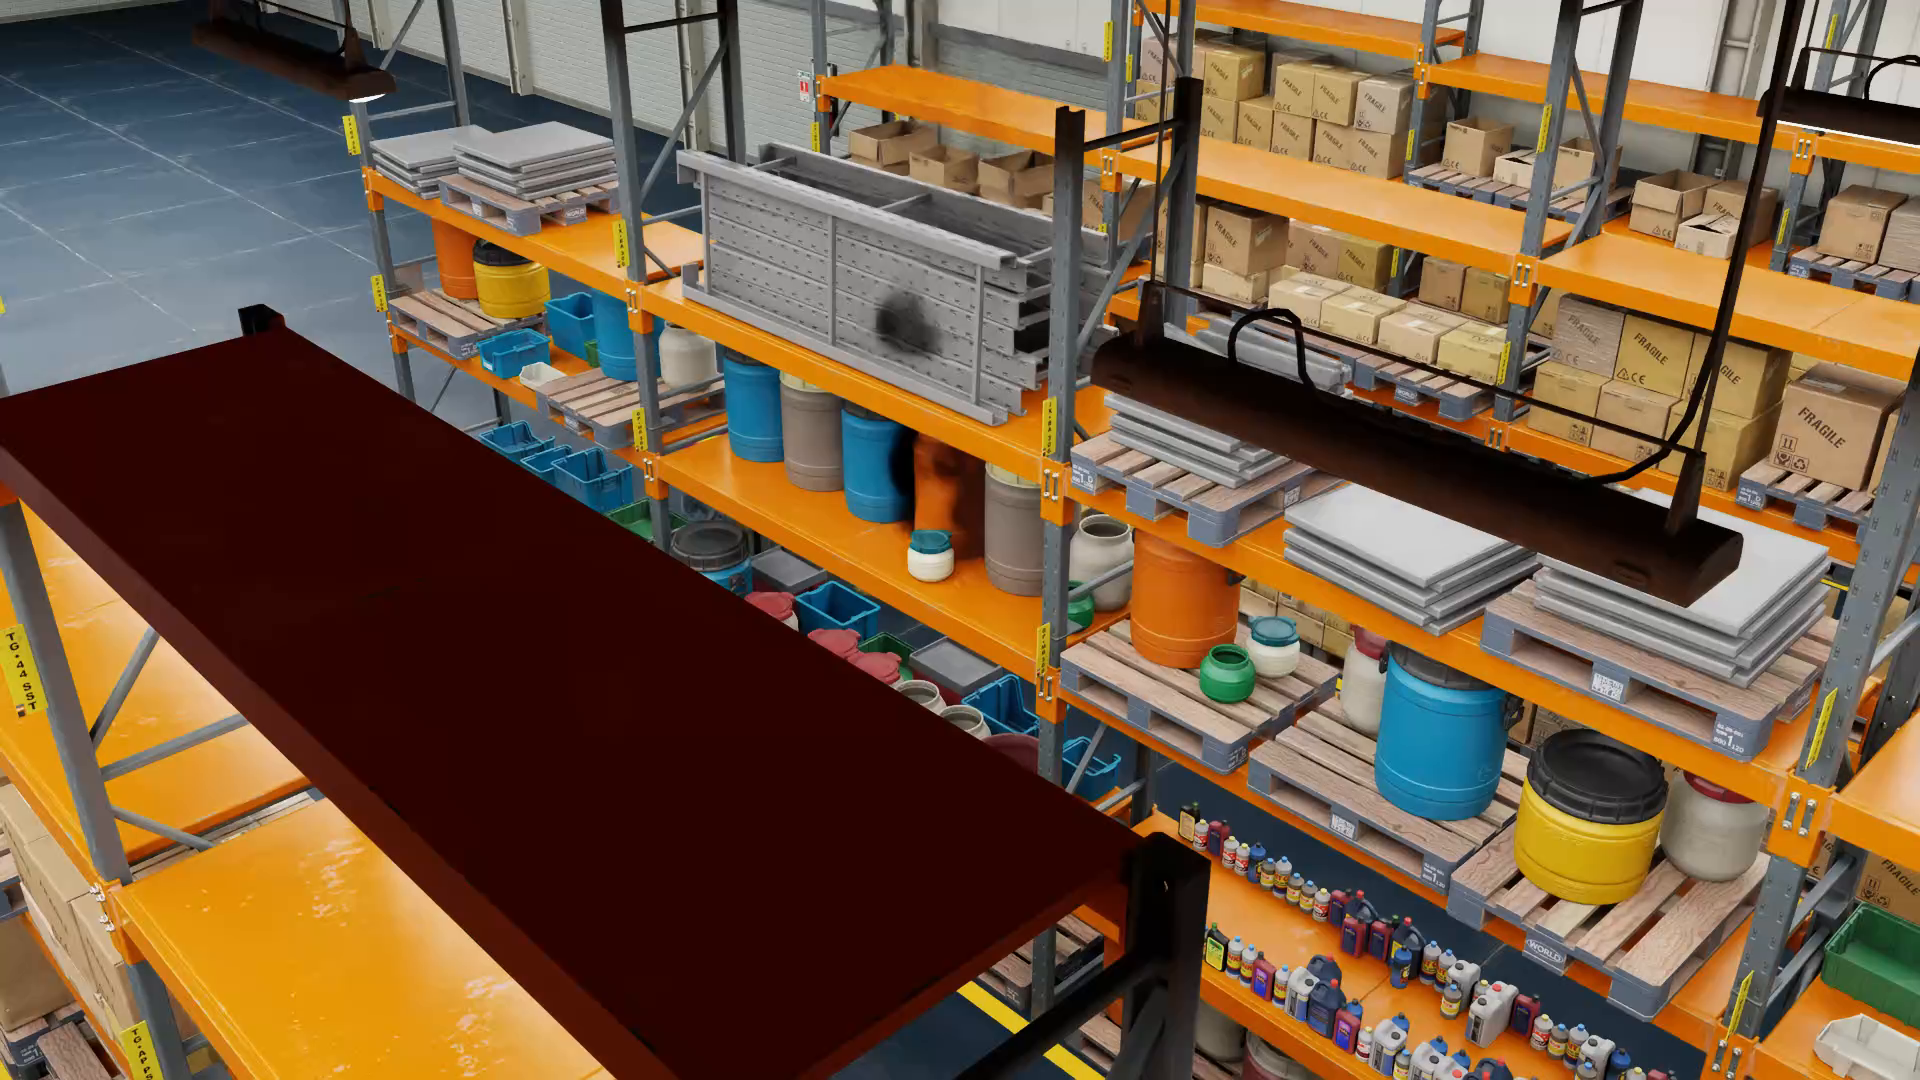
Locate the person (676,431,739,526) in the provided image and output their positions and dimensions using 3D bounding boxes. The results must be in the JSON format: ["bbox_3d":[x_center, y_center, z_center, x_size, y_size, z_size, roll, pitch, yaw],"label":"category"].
[{"bbox_3d":[-2.494,-0.620,16.247,0.698,1.717,0.741,14,31,24],"label":"person"}]

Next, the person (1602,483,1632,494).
[{"bbox_3d":[6.105,-0.279,15.680,0.512,1.632,0.662,20,34,33],"label":"person"}]
